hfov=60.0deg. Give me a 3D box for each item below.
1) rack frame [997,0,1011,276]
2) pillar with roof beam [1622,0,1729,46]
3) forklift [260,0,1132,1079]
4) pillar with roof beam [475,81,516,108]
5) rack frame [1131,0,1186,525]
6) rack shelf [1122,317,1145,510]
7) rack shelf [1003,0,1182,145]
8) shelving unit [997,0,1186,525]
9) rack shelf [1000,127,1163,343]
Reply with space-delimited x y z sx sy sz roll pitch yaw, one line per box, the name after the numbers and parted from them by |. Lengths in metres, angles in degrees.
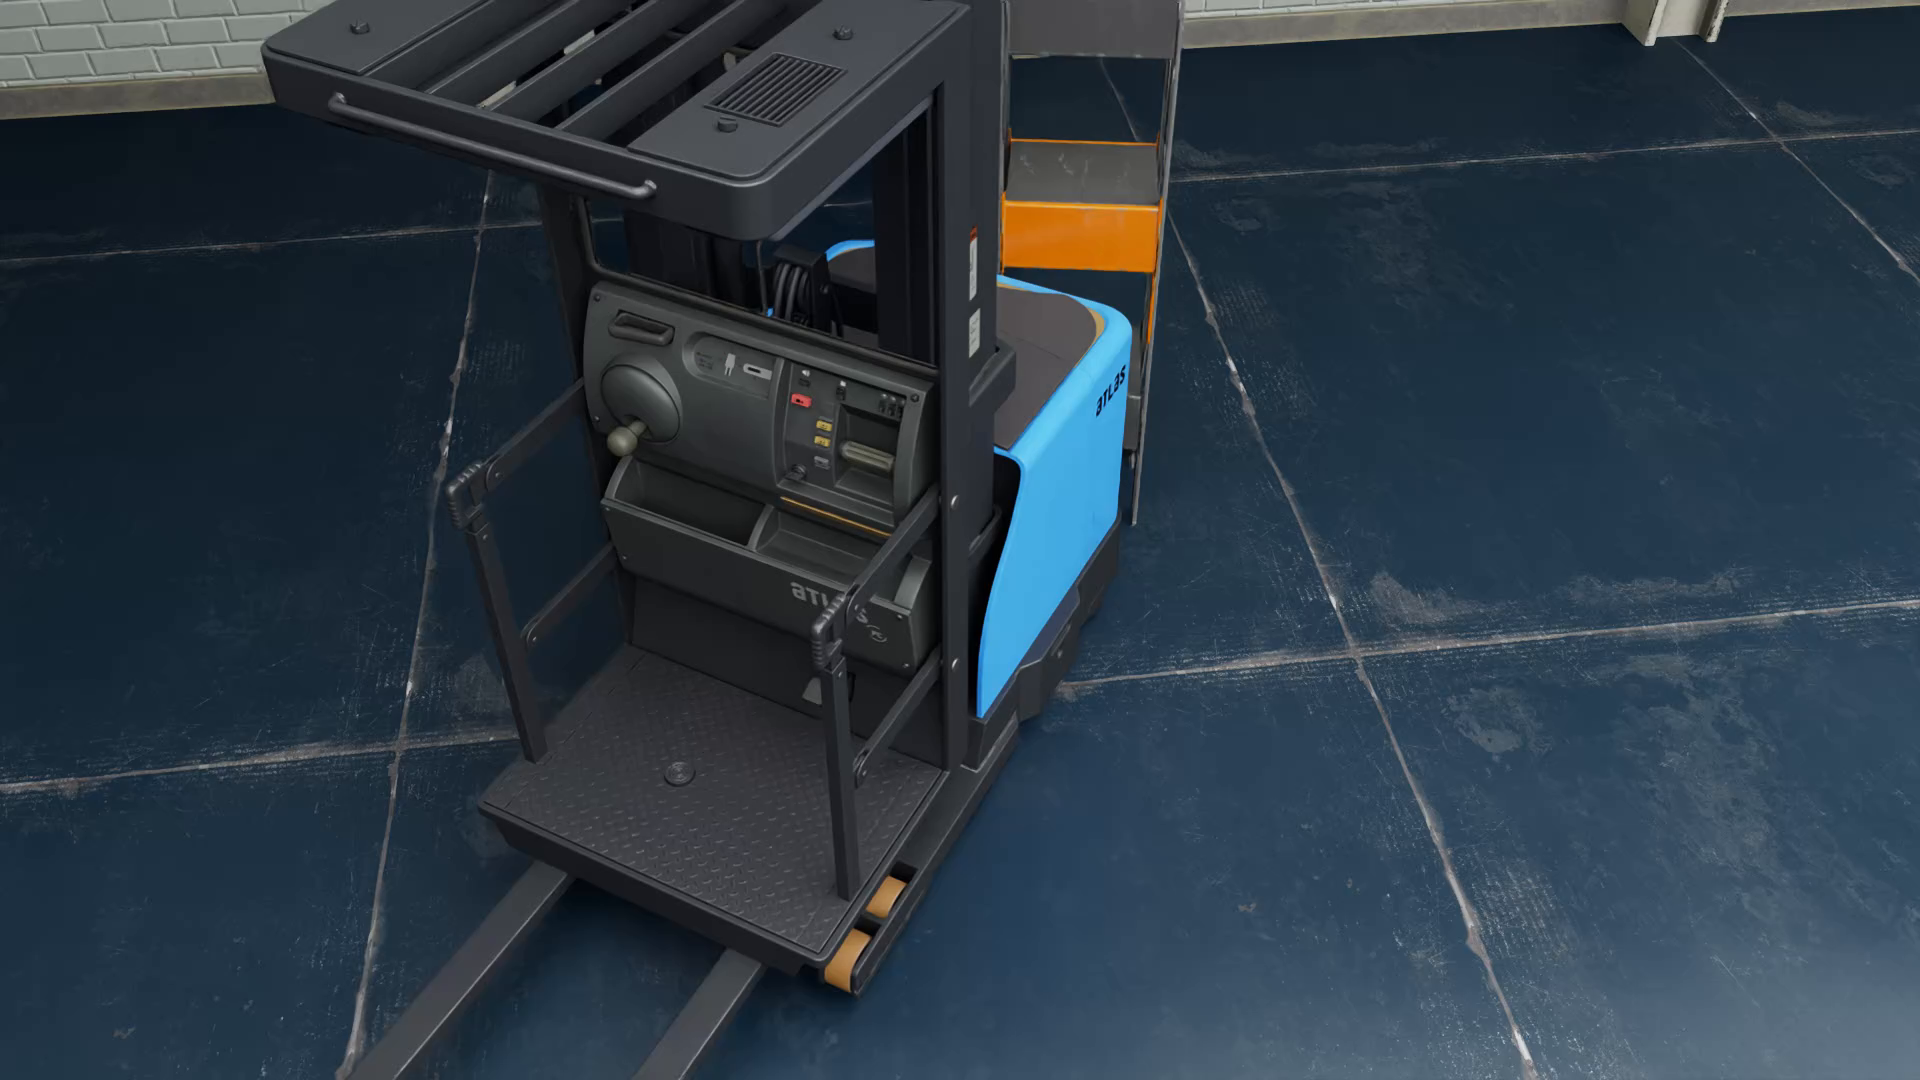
0.135 -0.987 5.277 0.015 2.100 0.400 3 42 3 | rack frame
4.263 -3.151 2.525 0.400 9.000 9.100 -5 42 -6 | pillar with roof beam
-0.600 -0.237 3.824 1.130 2.935 3.031 19 45 20 | forklift
-1.686 -2.630 1.947 0.400 9.000 9.100 -5 42 -6 | pillar with roof beam
0.622 -0.965 5.252 0.015 2.100 0.400 3 42 3 | rack frame
0.378 -0.446 5.742 0.480 0.518 0.431 3 42 3 | rack shelf
0.378 -1.486 4.805 0.480 0.518 0.431 3 42 3 | rack shelf
0.378 -0.976 5.264 0.503 2.100 0.431 3 42 3 | shelving unit
0.378 -0.966 5.273 0.480 0.518 0.431 3 42 3 | rack shelf
